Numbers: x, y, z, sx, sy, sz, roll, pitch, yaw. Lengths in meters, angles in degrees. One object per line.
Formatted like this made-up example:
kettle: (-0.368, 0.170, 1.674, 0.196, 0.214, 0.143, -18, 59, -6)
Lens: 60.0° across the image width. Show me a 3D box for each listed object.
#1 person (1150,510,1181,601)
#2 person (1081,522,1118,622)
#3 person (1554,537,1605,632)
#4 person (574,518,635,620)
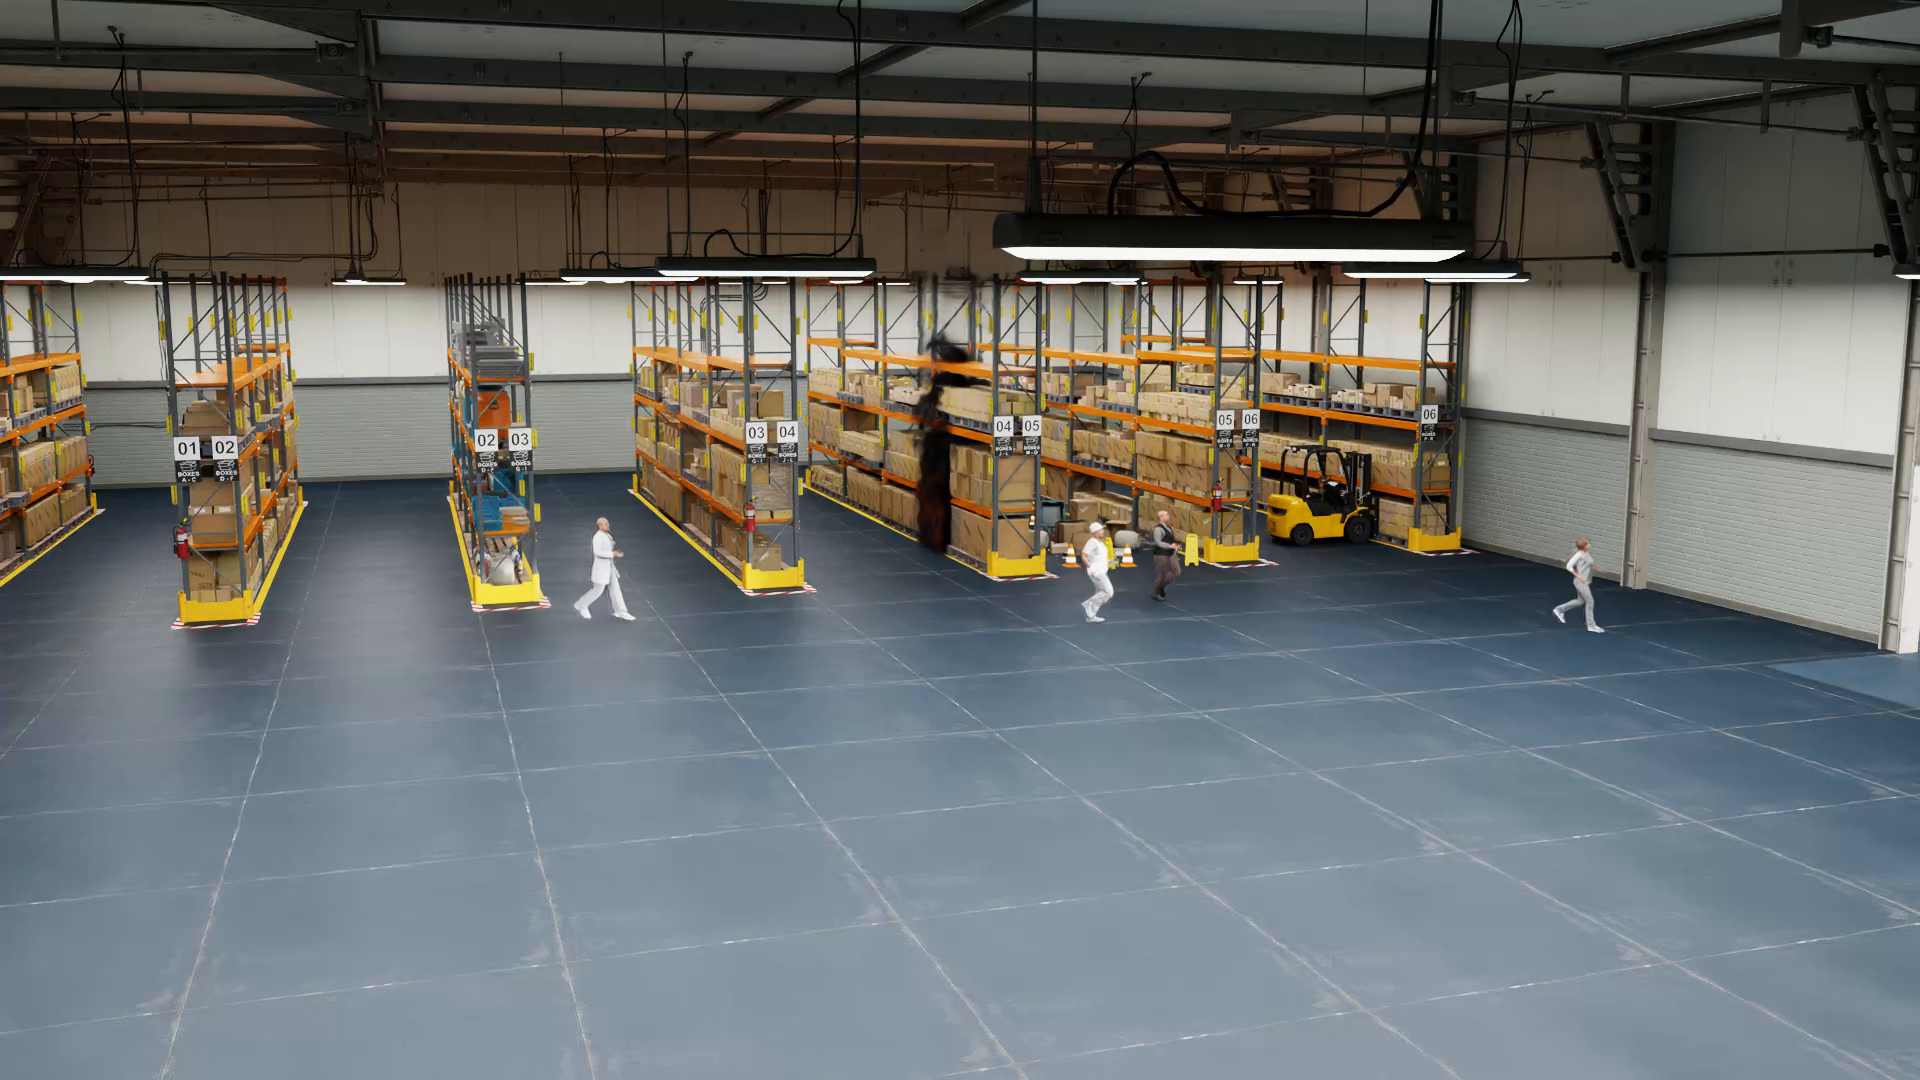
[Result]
person: (3.793, 0.292, 30.534, 0.596, 1.681, 0.644, 5, 10, 32)
person: (2.411, 0.563, 28.585, 0.585, 1.738, 0.677, 2, 9, 14)
person: (10.427, 0.741, 27.932, 0.864, 1.557, 0.545, 6, 10, 34)
person: (-6.136, 0.503, 28.681, 1.005, 1.791, 0.724, 1, 9, 9)
